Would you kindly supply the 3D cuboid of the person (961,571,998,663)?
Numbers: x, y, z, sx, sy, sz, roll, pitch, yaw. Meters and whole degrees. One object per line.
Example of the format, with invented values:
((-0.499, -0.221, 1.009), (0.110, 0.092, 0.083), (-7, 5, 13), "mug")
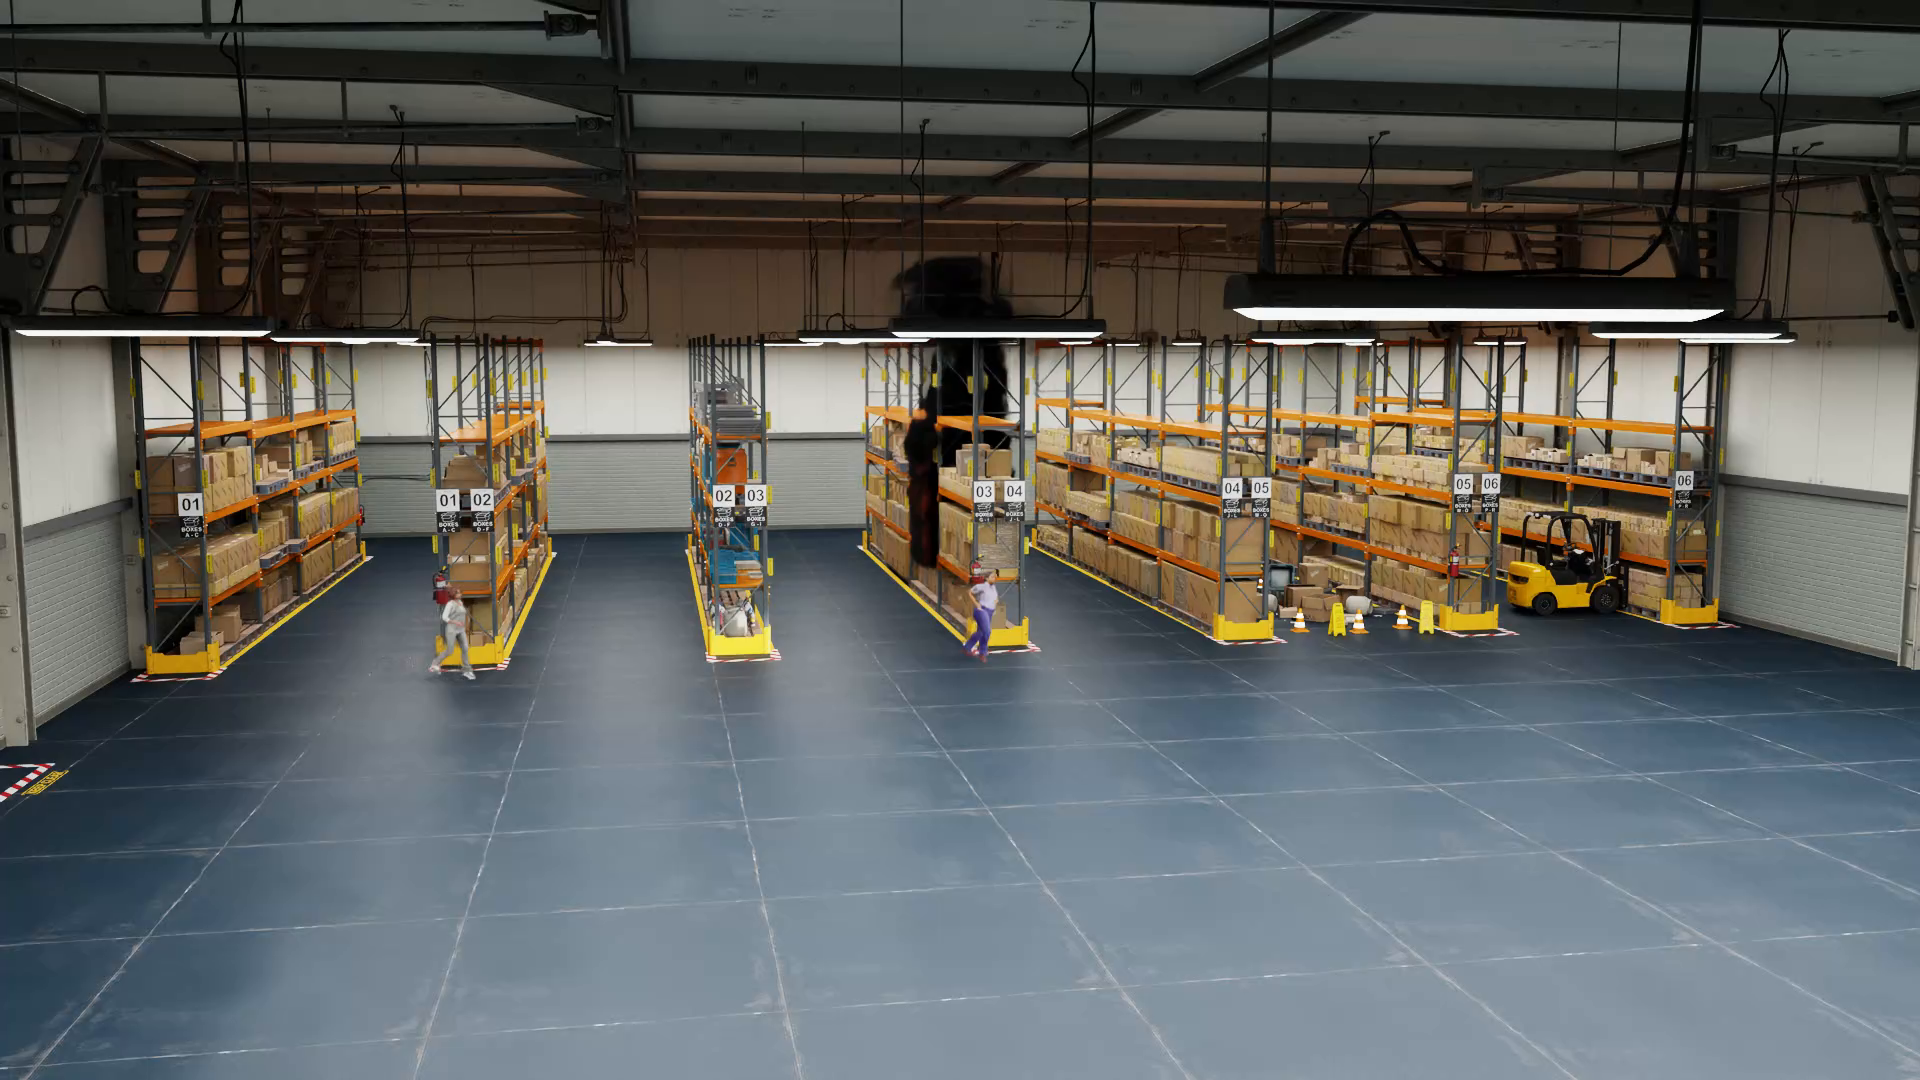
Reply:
((0.385, 1.420, 30.816), (0.684, 1.695, 0.675), (4, 8, 33), "person")

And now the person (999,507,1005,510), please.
((1.227, -0.464, 47.049), (0.548, 1.658, 0.769), (-1, 7, -5), "person")

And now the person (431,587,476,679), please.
((-8.784, 1.609, 28.972), (0.905, 1.587, 0.581), (3, 7, 21), "person")
